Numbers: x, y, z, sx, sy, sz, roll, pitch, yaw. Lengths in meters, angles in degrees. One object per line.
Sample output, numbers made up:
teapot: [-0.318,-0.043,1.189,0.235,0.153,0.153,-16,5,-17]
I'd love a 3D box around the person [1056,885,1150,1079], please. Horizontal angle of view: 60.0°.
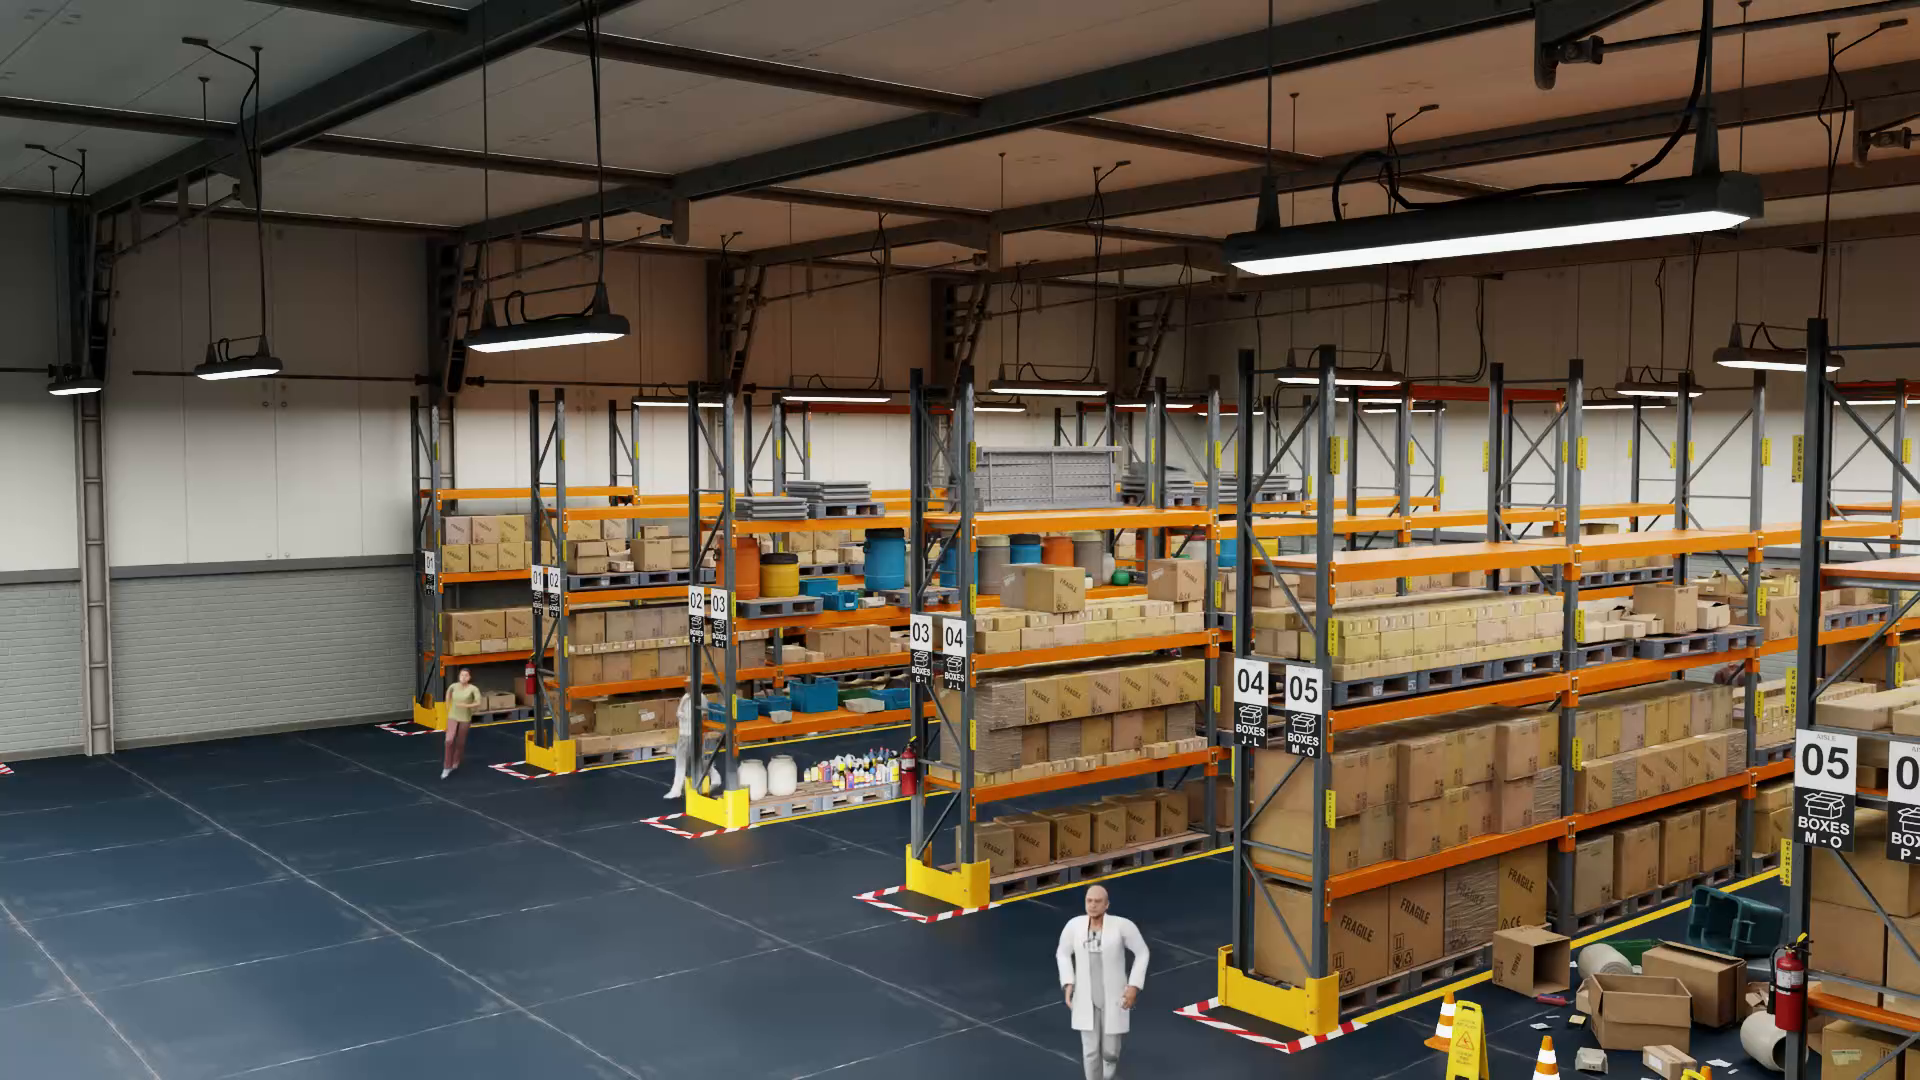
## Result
person: [1.106,3.527,12.909,0.730,1.752,0.705,1,3,16]

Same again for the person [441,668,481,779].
person: [-7.742,2.825,25.901,0.599,1.714,0.737,0,3,-8]

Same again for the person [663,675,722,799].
person: [-3.896,2.818,24.046,0.960,1.757,0.691,-3,5,-45]

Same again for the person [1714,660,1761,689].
person: [12.752,2.697,27.247,0.756,1.722,0.666,2,4,35]
